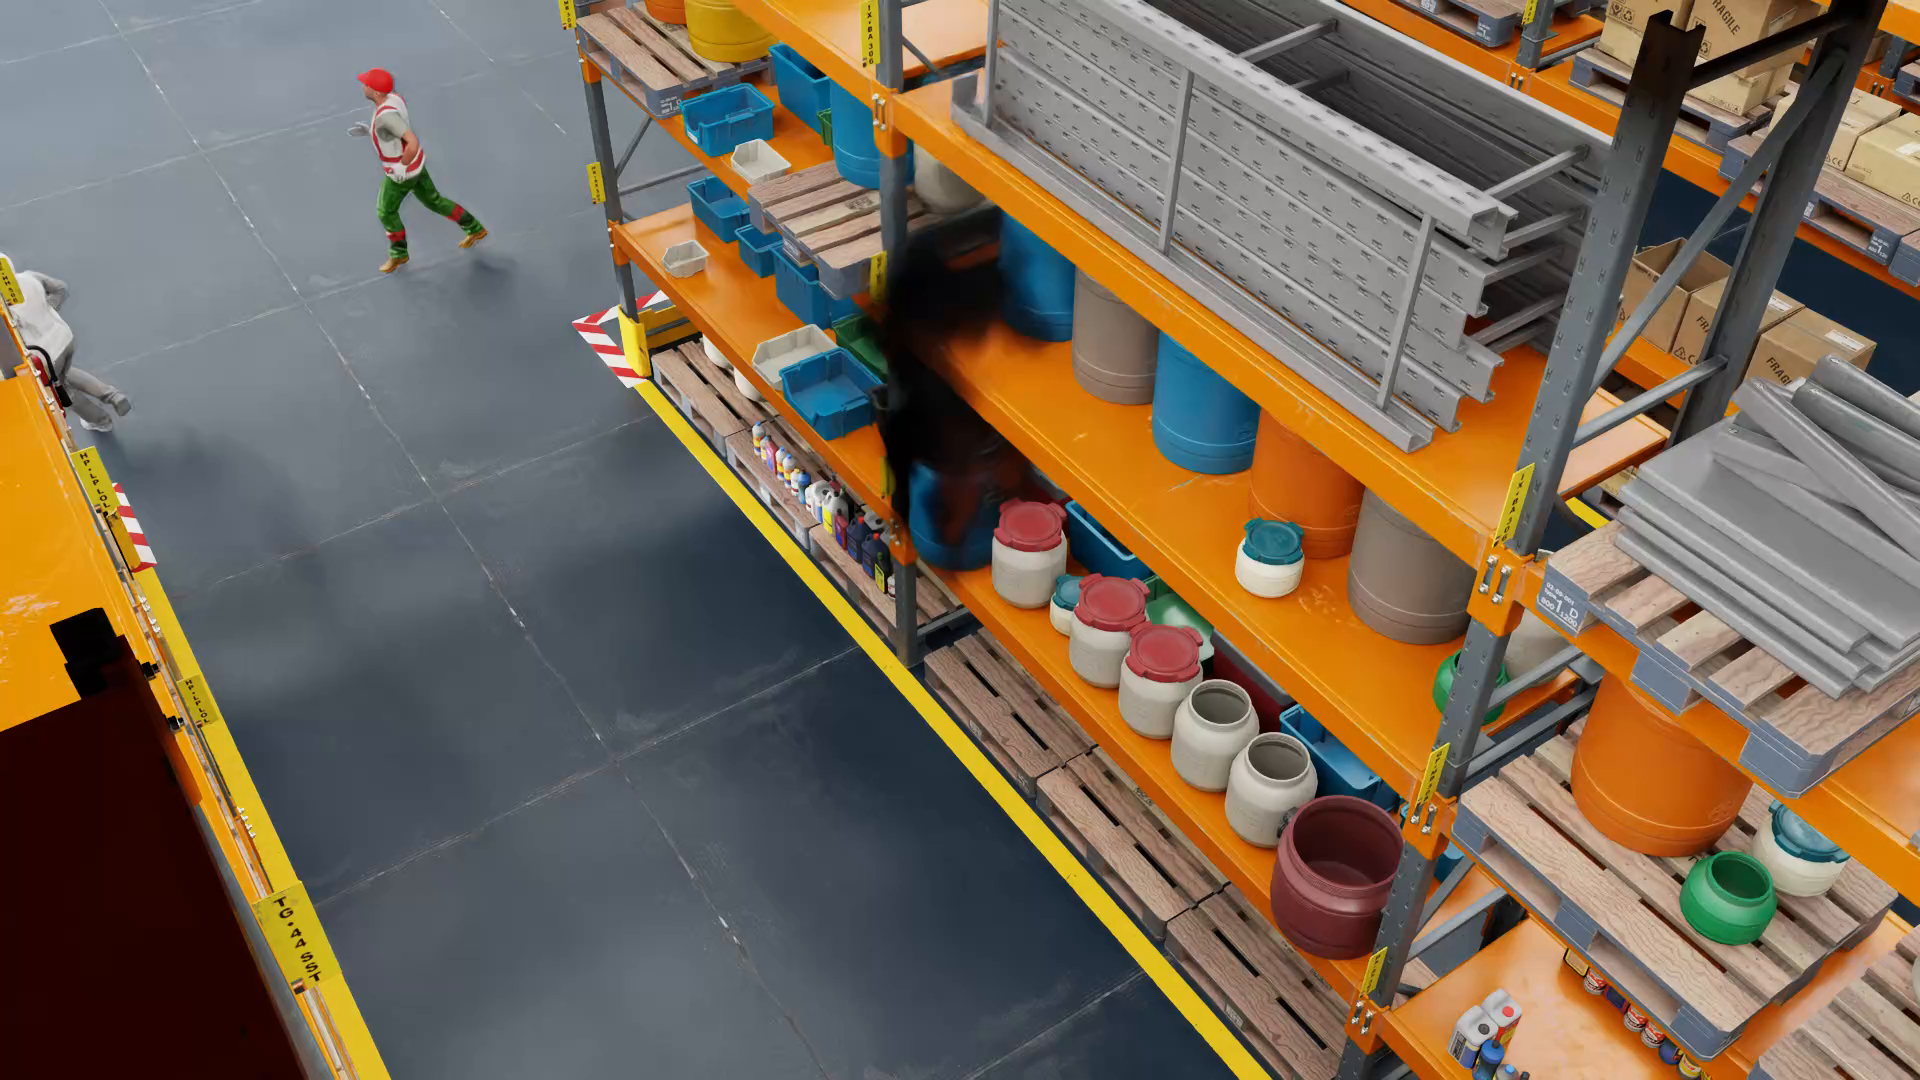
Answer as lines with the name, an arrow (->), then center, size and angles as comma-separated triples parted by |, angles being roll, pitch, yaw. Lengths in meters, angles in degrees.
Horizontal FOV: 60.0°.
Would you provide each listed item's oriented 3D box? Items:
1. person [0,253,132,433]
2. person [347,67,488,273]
person -> -6.614, -1.391, 11.980 | 0.523, 1.675, 0.696 | 7, 43, 8
person -> -4.524, -3.037, 13.740 | 0.933, 1.827, 0.675 | -2, 43, -2
